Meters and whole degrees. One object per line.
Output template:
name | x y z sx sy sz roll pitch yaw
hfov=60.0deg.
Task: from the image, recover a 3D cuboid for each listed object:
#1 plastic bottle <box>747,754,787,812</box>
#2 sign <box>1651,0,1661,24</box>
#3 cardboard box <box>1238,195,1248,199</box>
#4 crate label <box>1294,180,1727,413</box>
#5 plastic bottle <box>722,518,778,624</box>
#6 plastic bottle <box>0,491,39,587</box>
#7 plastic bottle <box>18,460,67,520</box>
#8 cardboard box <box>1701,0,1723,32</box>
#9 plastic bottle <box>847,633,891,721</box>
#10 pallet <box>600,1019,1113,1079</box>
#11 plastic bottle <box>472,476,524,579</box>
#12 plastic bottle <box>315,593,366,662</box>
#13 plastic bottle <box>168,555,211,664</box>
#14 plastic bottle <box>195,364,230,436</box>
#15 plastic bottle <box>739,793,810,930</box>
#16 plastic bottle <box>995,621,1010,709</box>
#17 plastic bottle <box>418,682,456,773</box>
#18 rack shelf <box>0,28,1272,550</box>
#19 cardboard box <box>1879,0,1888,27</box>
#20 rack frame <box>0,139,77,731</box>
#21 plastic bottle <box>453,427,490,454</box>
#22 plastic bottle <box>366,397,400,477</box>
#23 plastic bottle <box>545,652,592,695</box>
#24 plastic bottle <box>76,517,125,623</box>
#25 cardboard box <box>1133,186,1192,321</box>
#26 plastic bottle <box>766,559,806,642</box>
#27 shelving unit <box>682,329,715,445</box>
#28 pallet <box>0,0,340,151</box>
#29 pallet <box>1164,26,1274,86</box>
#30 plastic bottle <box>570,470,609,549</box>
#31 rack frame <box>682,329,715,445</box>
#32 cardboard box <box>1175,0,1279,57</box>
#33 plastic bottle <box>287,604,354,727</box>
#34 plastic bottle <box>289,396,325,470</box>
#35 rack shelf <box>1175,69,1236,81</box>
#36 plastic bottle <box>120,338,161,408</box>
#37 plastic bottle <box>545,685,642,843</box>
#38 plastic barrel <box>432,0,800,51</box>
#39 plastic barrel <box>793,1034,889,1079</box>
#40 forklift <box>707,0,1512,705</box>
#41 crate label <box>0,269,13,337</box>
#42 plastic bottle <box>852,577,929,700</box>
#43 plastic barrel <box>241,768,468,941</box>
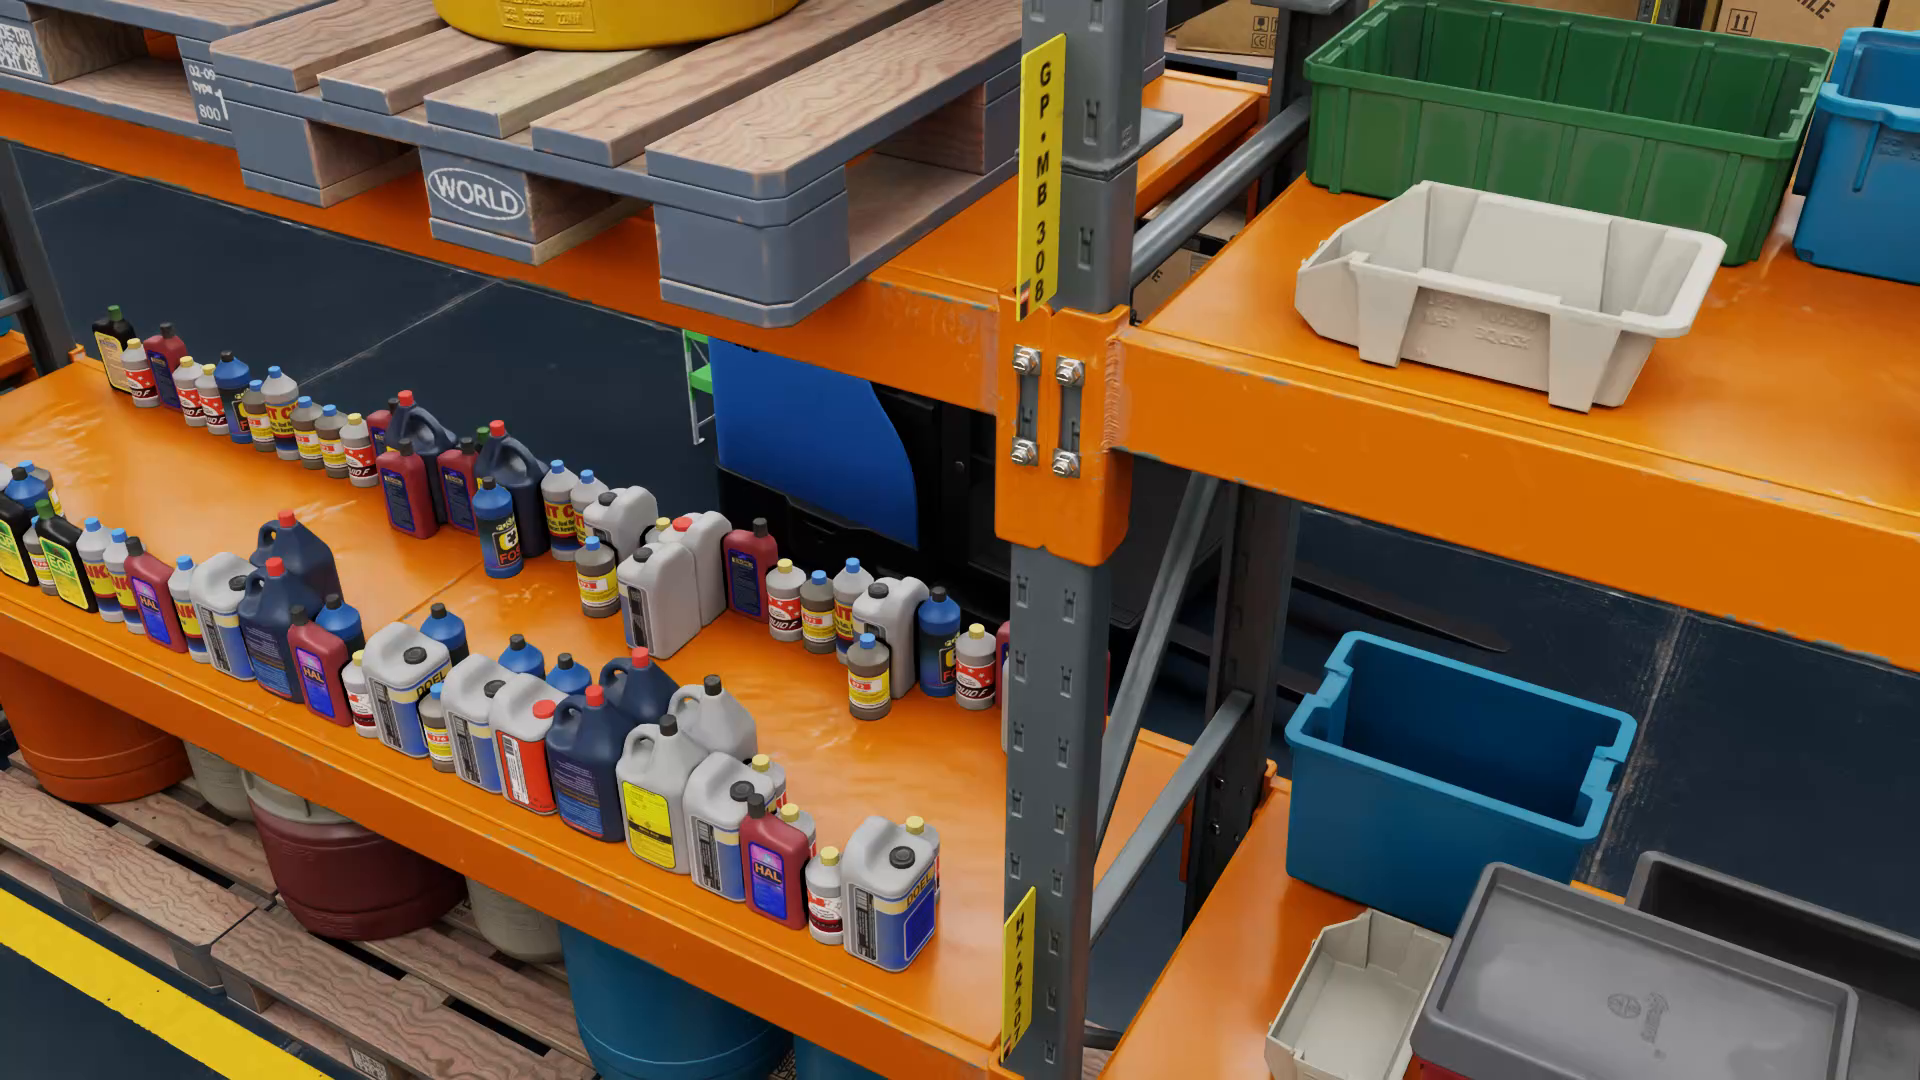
plastic bottle | -0.405 0.529 3.428 0.097 0.201 0.097 0 34 0
sign | 2.558 -2.031 6.050 0.005 0.325 0.100 18 37 24
cardboard box | 1.633 -1.493 8.144 0.500 0.500 0.500 18 38 25
crate label | 0.651 -0.300 2.026 0.466 0.136 0.293 18 37 24
plastic bottle | -0.508 0.063 4.054 0.133 0.283 0.061 18 37 24
plastic bottle | -2.393 -0.026 4.188 0.133 0.283 0.061 18 37 24
plastic bottle | -2.441 -0.116 4.397 0.097 0.201 0.097 0 34 0
cardboard box | 4.656 -3.599 11.009 0.750 0.750 0.750 18 38 25
plastic bottle | -0.207 0.302 3.770 0.097 0.201 0.097 0 34 0
pallet | -0.280 1.493 4.317 1.213 0.211 1.003 18 37 24
plastic bottle | -1.176 -0.040 4.219 0.097 0.271 0.097 0 34 0
plastic bottle | -1.406 0.241 3.798 0.097 0.271 0.097 0 34 0
plastic bottle | -1.798 0.156 3.926 0.097 0.271 0.097 0 34 0
plastic bottle | -2.165 -0.416 4.847 0.097 0.201 0.097 0 34 0
plastic bottle | -0.357 0.619 3.219 0.133 0.283 0.061 18 37 24
plastic bottle | 0.147 0.271 3.742 0.133 0.283 0.061 18 37 24
plastic bottle | -1.119 0.400 3.622 0.097 0.201 0.097 0 34 0
rack shelf | -1.367 -0.934 3.389 4.000 0.370 1.077 18 37 24
cardboard box | 3.398 -2.261 6.447 0.500 0.500 0.500 18 38 25
rack frame | -3.103 -0.535 4.847 0.127 3.000 1.000 18 37 24
plastic bottle | -1.272 -0.179 4.417 0.133 0.283 0.061 18 37 24
plastic bottle | -1.548 -0.266 4.549 0.133 0.283 0.061 18 37 24
plastic bottle | -0.842 0.361 3.617 0.097 0.271 0.097 0 34 0
plastic bottle | -2.083 0.066 4.061 0.097 0.271 0.097 0 34 0
cardboard box | 0.957 -1.375 7.967 0.500 0.500 0.500 16 37 23
plastic bottle | -0.417 0.138 4.016 0.097 0.201 0.097 0 34 0
shelving unit | -0.908 -0.897 7.014 0.503 1.200 0.258 22 39 29
pallet | -1.346 -1.084 3.136 1.213 0.211 1.003 18 37 24
pallet | 1.048 -2.305 7.679 1.213 0.211 1.003 18 37 24
plastic bottle | -0.936 -0.056 4.243 0.097 0.271 0.097 0 34 0
rack frame | -1.105 -0.976 7.134 0.015 1.200 0.240 22 39 29
cardboard box | 1.266 -2.490 7.314 0.500 0.500 0.700 8 35 12
plastic bottle | -1.430 0.279 3.730 0.133 0.283 0.061 18 37 24
plastic bottle | -1.826 -0.309 4.686 0.097 0.201 0.097 0 34 0
rack shelf | 1.094 -2.068 7.799 4.000 0.370 1.077 18 37 24
plastic bottle | -2.449 -0.506 4.983 0.097 0.201 0.097 0 34 0
plastic bottle | -0.751 0.439 3.428 0.185 0.351 0.144 18 37 24
plastic barrel | -0.524 -1.090 2.426 0.600 0.588 0.600 0 34 0
plastic barrel | -0.094 1.106 3.897 0.708 0.901 0.600 18 37 24
forklift | 0.507 -1.015 5.630 3.031 2.935 1.130 22 39 29
crate label | -3.283 -0.762 5.338 0.416 0.233 0.303 18 37 24
plastic bottle | -0.161 0.205 3.847 0.135 0.276 0.152 18 37 24
plastic barrel | -1.690 0.731 4.743 0.708 0.588 0.600 18 37 24
